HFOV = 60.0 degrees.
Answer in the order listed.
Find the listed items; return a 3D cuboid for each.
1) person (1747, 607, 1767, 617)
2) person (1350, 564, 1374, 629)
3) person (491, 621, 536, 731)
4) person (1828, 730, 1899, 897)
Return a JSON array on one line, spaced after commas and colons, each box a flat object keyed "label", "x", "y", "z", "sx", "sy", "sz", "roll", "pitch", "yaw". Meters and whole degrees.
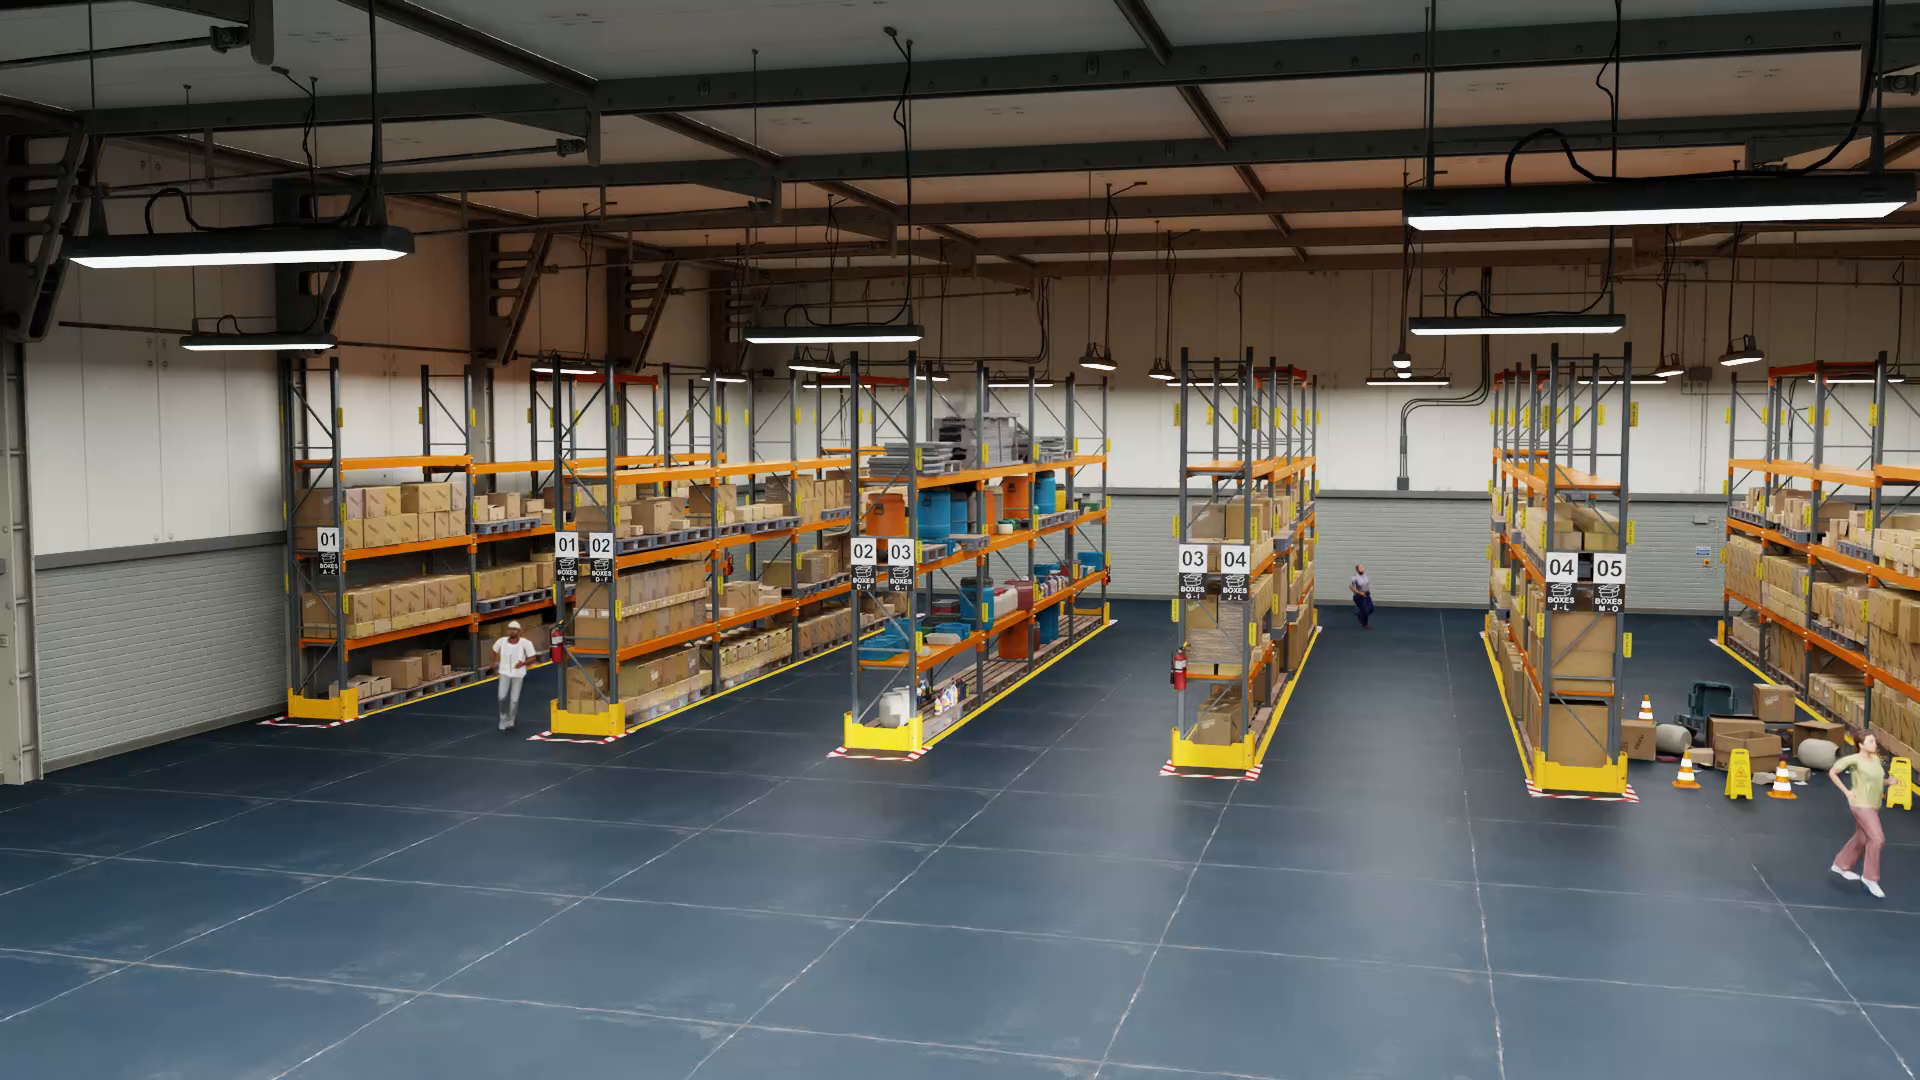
[{"label": "person", "x": 18.194, "y": 1.379, "z": 37.765, "sx": 1.002, "sy": 1.707, "sz": 0.748, "roll": 4, "pitch": 6, "yaw": 42}, {"label": "person", "x": 9.491, "y": 1.343, "z": 39.423, "sx": 0.683, "sy": 1.552, "sz": 0.524, "roll": -3, "pitch": 5, "yaw": -34}, {"label": "person", "x": -7.164, "y": 2.180, "z": 26.655, "sx": 0.731, "sy": 1.777, "sz": 0.611, "roll": -1, "pitch": 4, "yaw": -8}, {"label": "person", "x": 9.589, "y": 2.870, "z": 17.657, "sx": 0.560, "sy": 1.723, "sz": 0.690, "roll": -2, "pitch": 5, "yaw": -30}]
